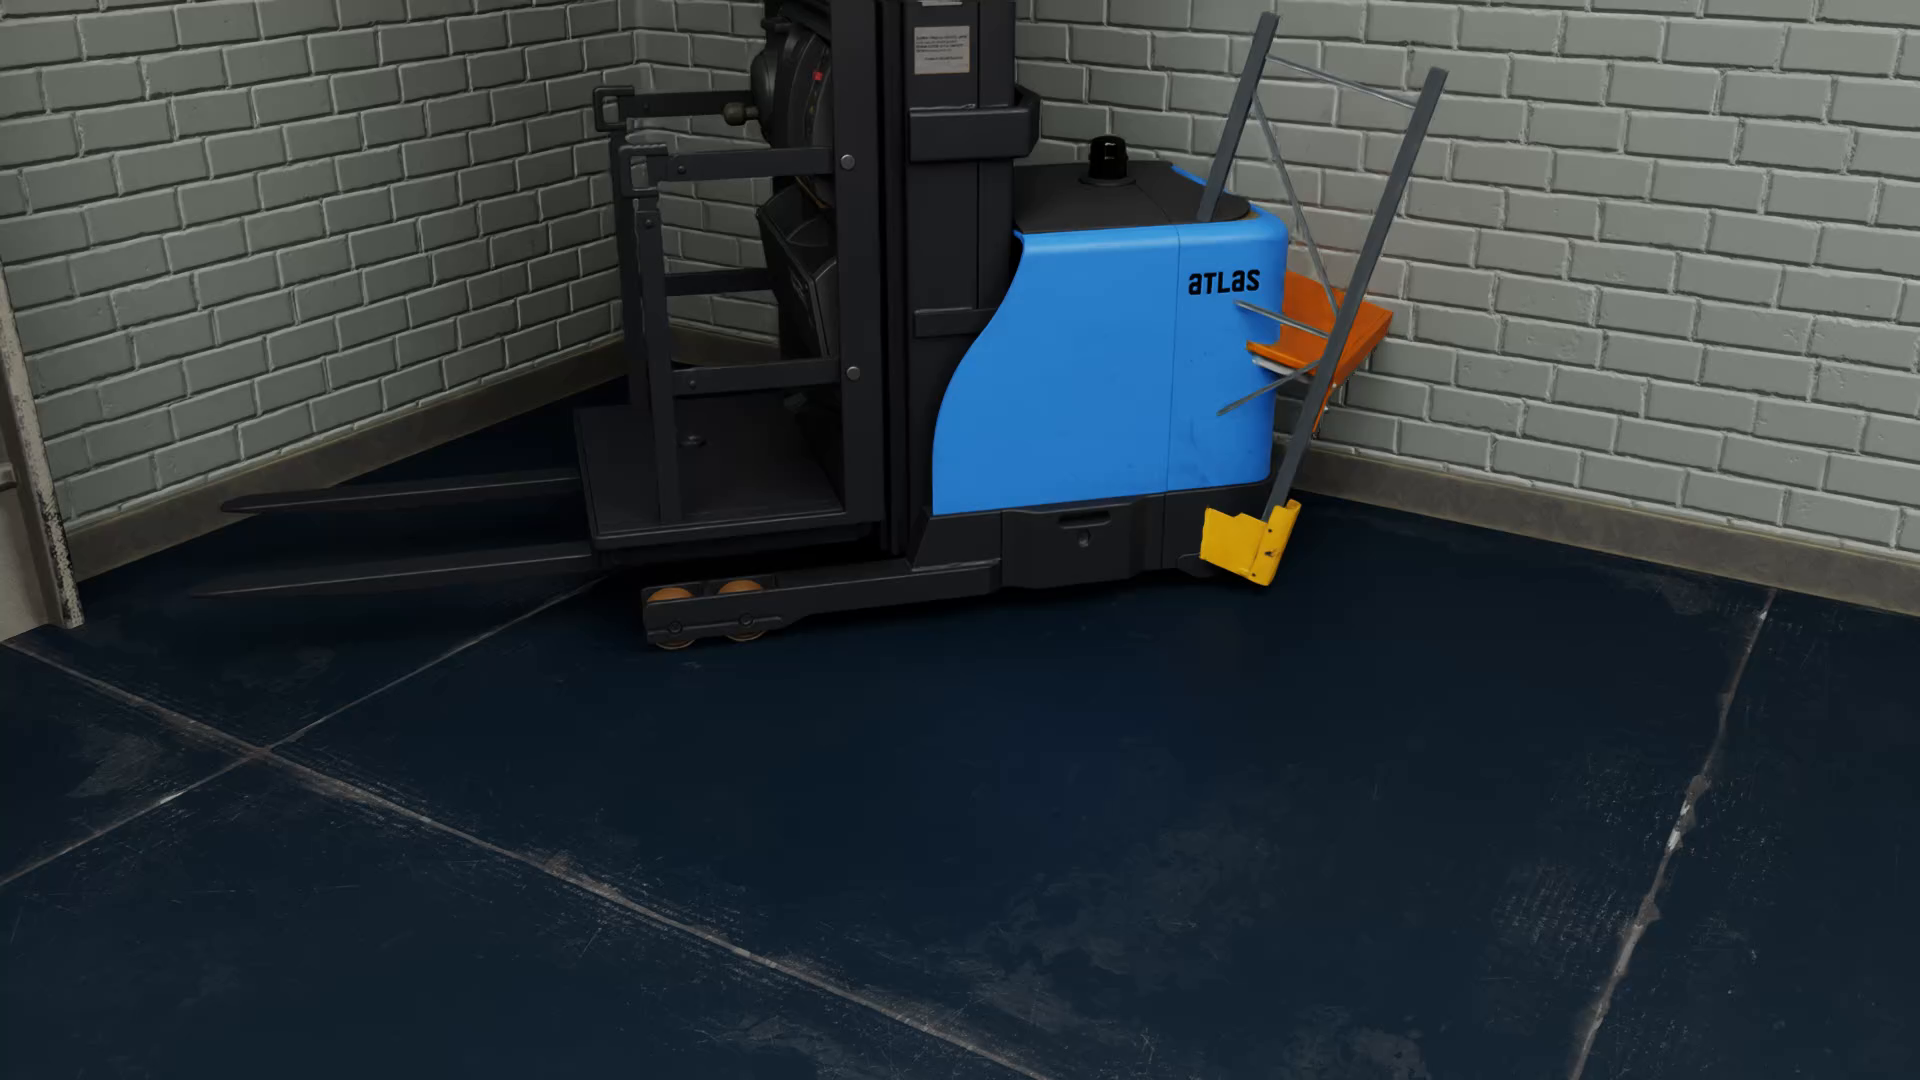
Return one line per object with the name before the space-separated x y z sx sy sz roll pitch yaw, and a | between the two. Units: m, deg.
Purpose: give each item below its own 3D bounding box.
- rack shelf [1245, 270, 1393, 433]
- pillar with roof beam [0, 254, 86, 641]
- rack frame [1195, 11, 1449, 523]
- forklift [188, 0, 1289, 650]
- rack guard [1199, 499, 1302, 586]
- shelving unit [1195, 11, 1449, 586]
rack shelf | 0.995 -0.639 5.099 0.538 0.185 1.000 24 28 16
pillar with roof beam | 0.947 -2.961 0.762 9.100 9.000 0.400 14 27 29
rack frame | 0.826 -0.630 4.587 0.500 1.500 0.032 24 28 16
forklift | -0.643 -1.277 4.511 3.031 2.935 1.130 -6 24 -14
rack guard | 0.682 -0.099 4.883 0.587 0.250 0.087 24 28 16
shelving unit | 1.042 -0.797 5.026 0.587 1.500 1.083 24 28 16
